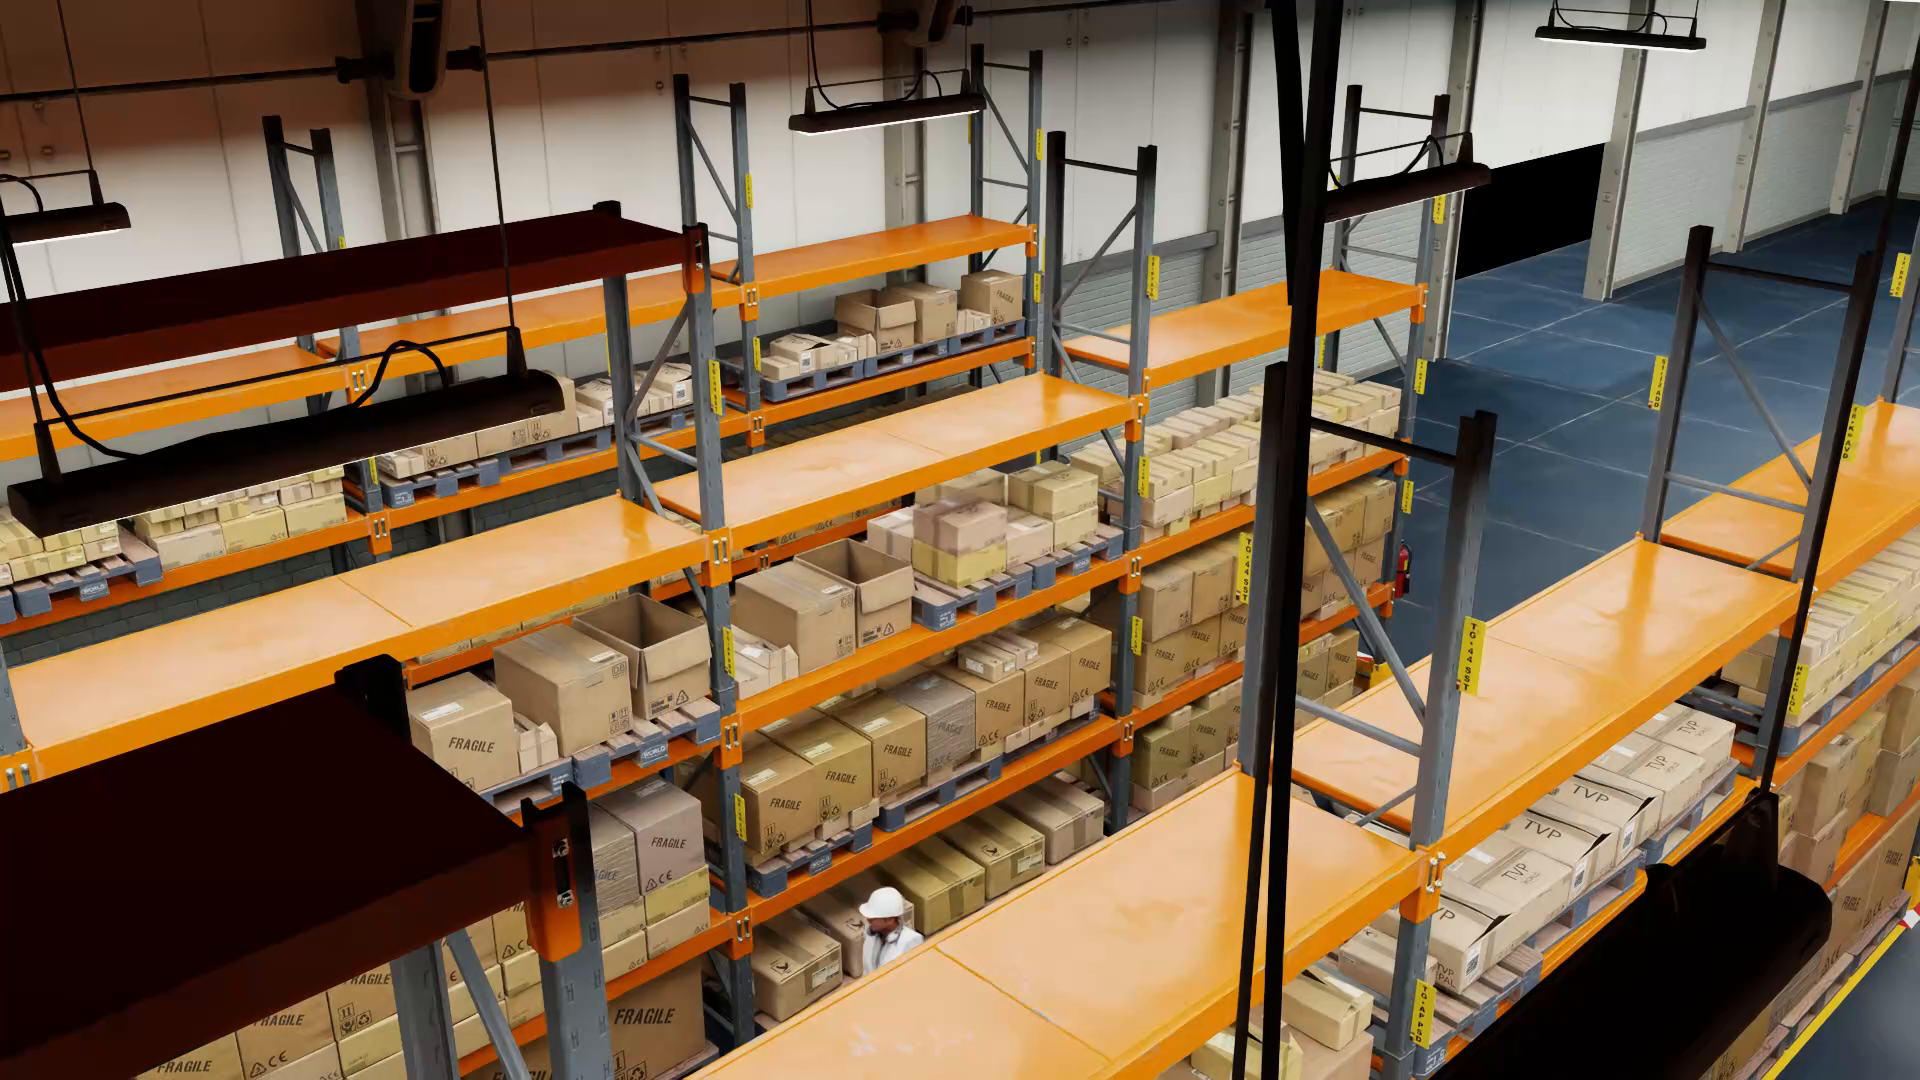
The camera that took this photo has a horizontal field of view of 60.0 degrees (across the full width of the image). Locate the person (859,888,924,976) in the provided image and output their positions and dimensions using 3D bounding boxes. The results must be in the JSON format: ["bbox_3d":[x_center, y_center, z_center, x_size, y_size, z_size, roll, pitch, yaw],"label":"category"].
[{"bbox_3d":[-0.408,3.103,11.016,0.638,1.771,0.464,20,30,40],"label":"person"}]
